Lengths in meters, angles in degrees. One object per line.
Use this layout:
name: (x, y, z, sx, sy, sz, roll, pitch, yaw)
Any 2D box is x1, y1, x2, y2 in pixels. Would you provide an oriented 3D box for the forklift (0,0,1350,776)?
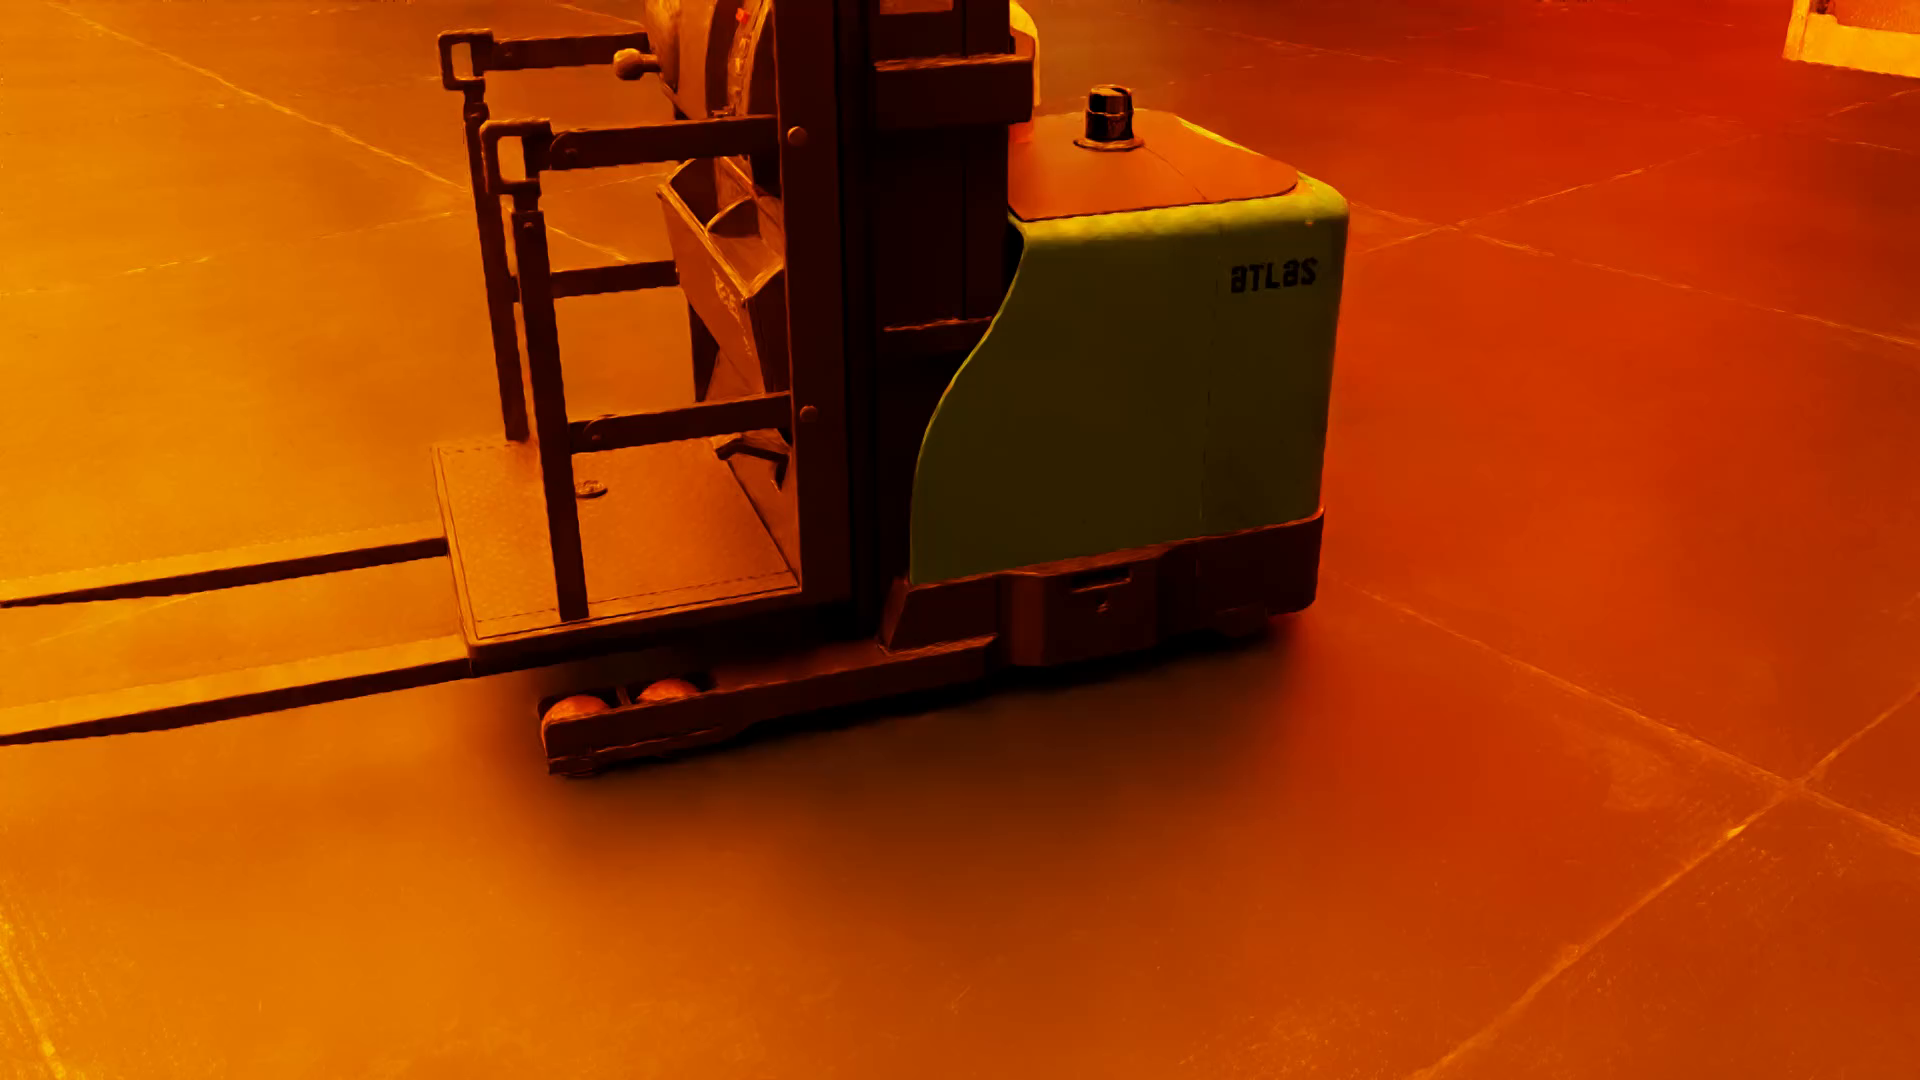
forklift: (-0.703, -1.081, 3.382, 3.031, 2.935, 1.130, -9, 28, -18)

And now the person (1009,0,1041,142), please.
person: (-0.044, -0.746, 4.088, 0.465, 1.673, 0.432, -20, 33, -35)
